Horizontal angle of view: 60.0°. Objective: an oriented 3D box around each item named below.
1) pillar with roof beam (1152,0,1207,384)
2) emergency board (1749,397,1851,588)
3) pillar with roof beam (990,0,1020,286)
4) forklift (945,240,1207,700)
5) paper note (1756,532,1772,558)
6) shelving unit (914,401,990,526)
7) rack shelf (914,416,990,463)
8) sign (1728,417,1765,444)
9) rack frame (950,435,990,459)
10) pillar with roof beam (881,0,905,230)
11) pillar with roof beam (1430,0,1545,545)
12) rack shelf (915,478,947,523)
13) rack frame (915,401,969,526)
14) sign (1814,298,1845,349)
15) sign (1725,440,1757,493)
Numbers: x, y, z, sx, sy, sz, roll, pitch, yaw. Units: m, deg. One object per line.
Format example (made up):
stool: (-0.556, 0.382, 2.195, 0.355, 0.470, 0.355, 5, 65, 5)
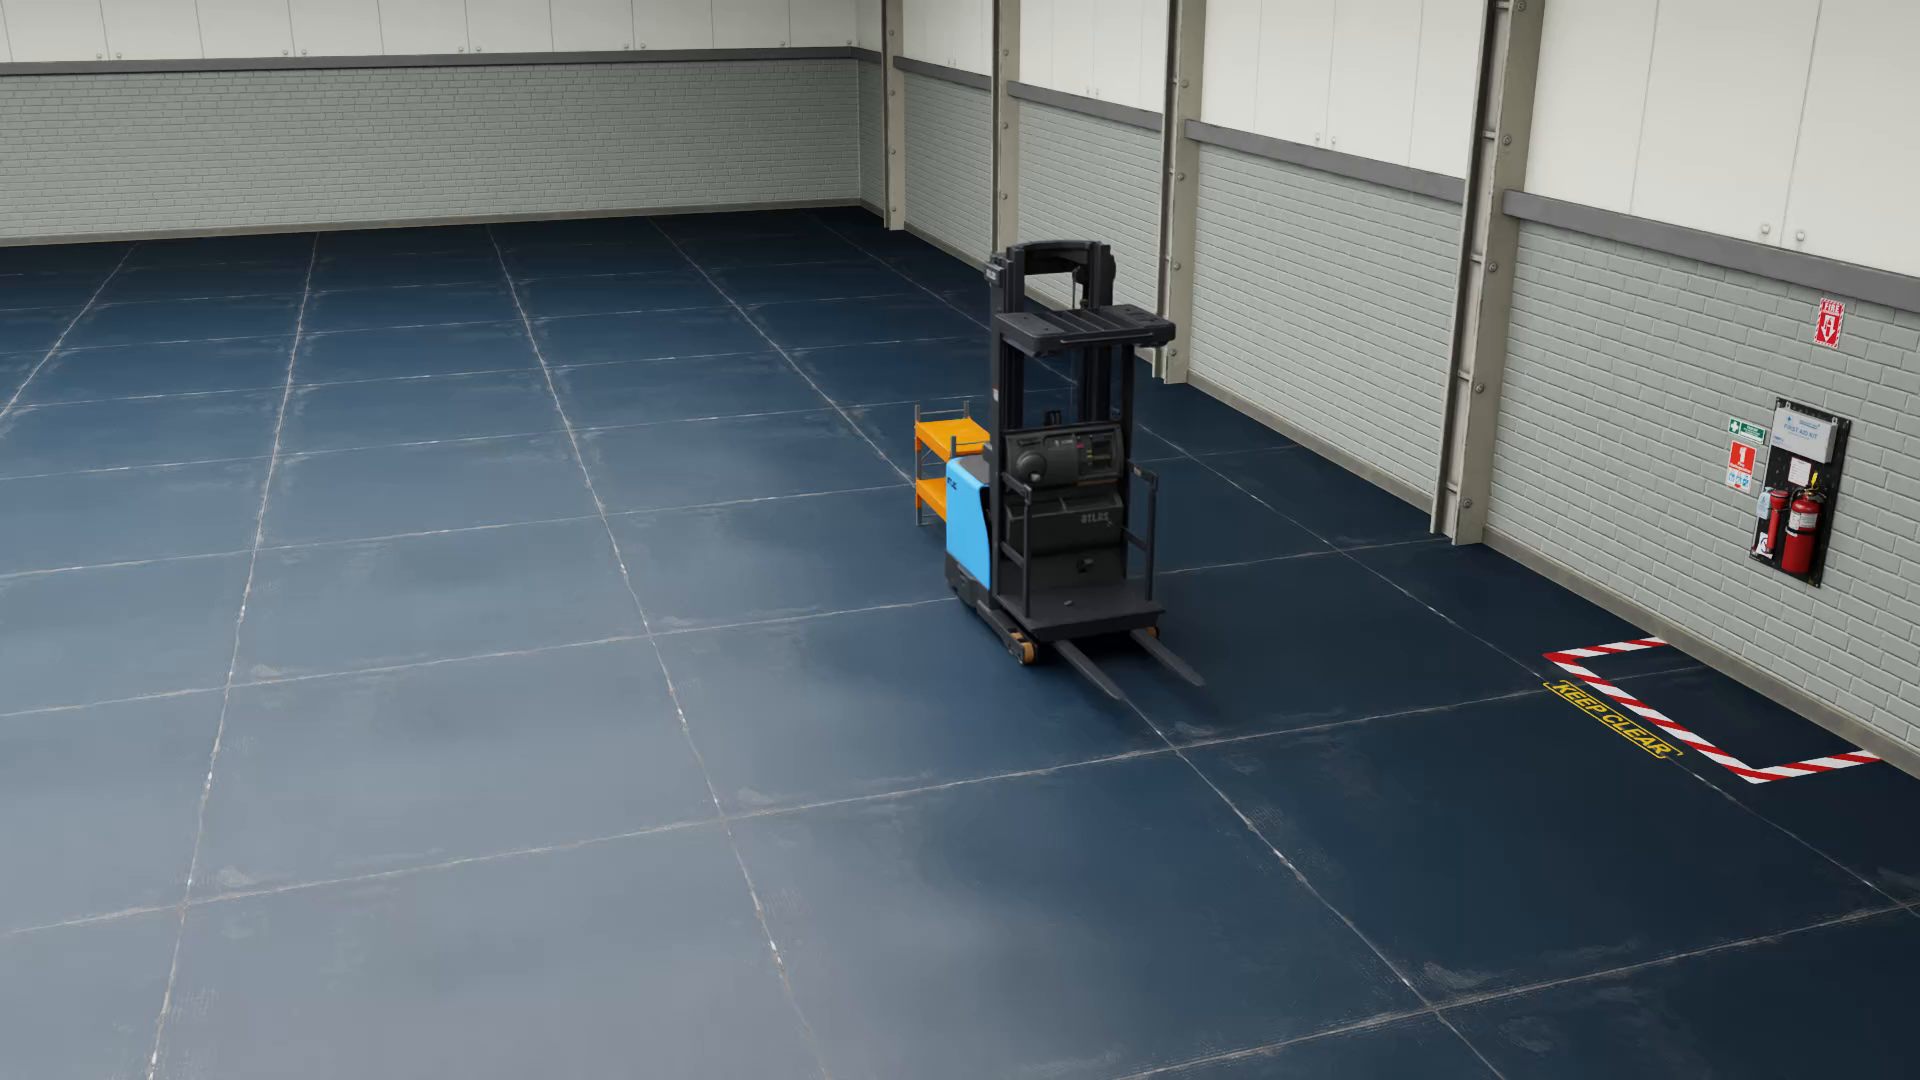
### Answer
pillar with roof beam: (-1.527, -5.734, 17.442, 9.100, 9.000, 0.400, -6, 21, -17)
emergency board: (5.591, -0.314, 11.228, 0.194, 1.169, 0.643, -6, 21, -17)
pillar with roof beam: (-3.413, -7.659, 22.803, 9.100, 9.000, 0.400, -6, 21, -17)
forklift: (0.856, -0.619, 12.180, 1.130, 2.935, 3.031, -7, 21, -19)
paper note: (5.601, 0.037, 11.555, 0.016, 0.148, 0.142, -6, 21, -17)
shelving unit: (0.002, -0.527, 14.595, 0.538, 1.125, 1.048, -6, 21, -17)
rack shelf: (0.002, -0.803, 14.496, 0.538, 0.278, 1.000, -6, 21, -17)
sign: (5.508, -0.766, 11.650, 0.001, 0.109, 0.331, -6, 21, -17)
rack frame: (0.162, -0.364, 14.141, 0.500, 1.125, 0.032, -6, 21, -17)
pillar with roof beam: (-5.299, -9.585, 28.163, 9.100, 9.000, 0.400, -6, 21, -17)
pillar with roof beam: (0.359, -3.808, 12.082, 9.100, 9.000, 0.400, -6, 21, -17)
rack shelf: (0.002, -0.297, 14.678, 0.538, 0.278, 1.000, -6, 21, -17)
rack frame: (-0.158, -0.690, 15.049, 0.500, 1.125, 0.032, -6, 21, -17)
sign: (5.683, -1.418, 10.873, 0.001, 0.298, 0.199, -6, 21, -17)
sign: (5.515, -0.519, 11.746, 0.001, 0.329, 0.234, -6, 21, -17)
